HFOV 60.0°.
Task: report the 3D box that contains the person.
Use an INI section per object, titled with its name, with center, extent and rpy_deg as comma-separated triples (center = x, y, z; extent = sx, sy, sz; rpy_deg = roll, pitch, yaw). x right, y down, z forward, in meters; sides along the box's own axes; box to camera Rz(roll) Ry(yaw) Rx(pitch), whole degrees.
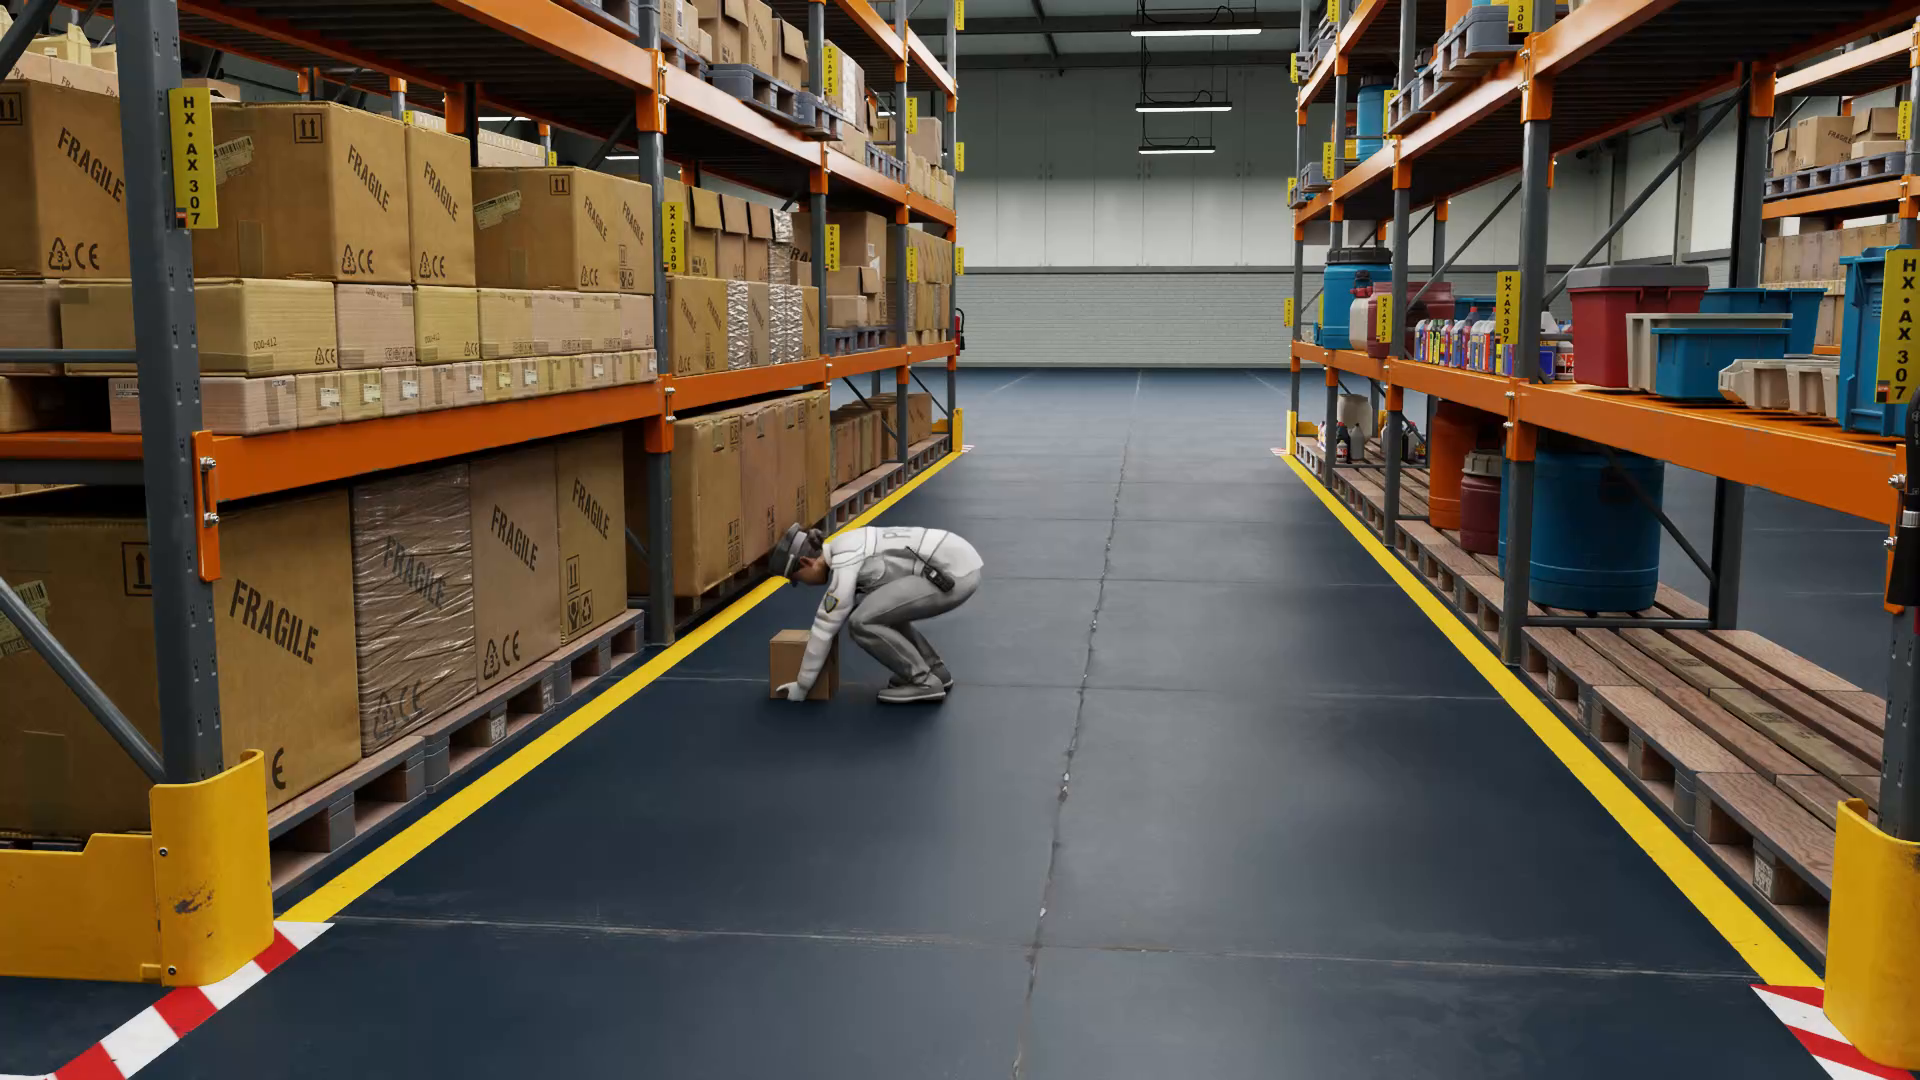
[person]
center = -0.360, 0.302, 7.057
extent = 0.915, 0.760, 0.458
rpy_deg = 1, 8, 5
